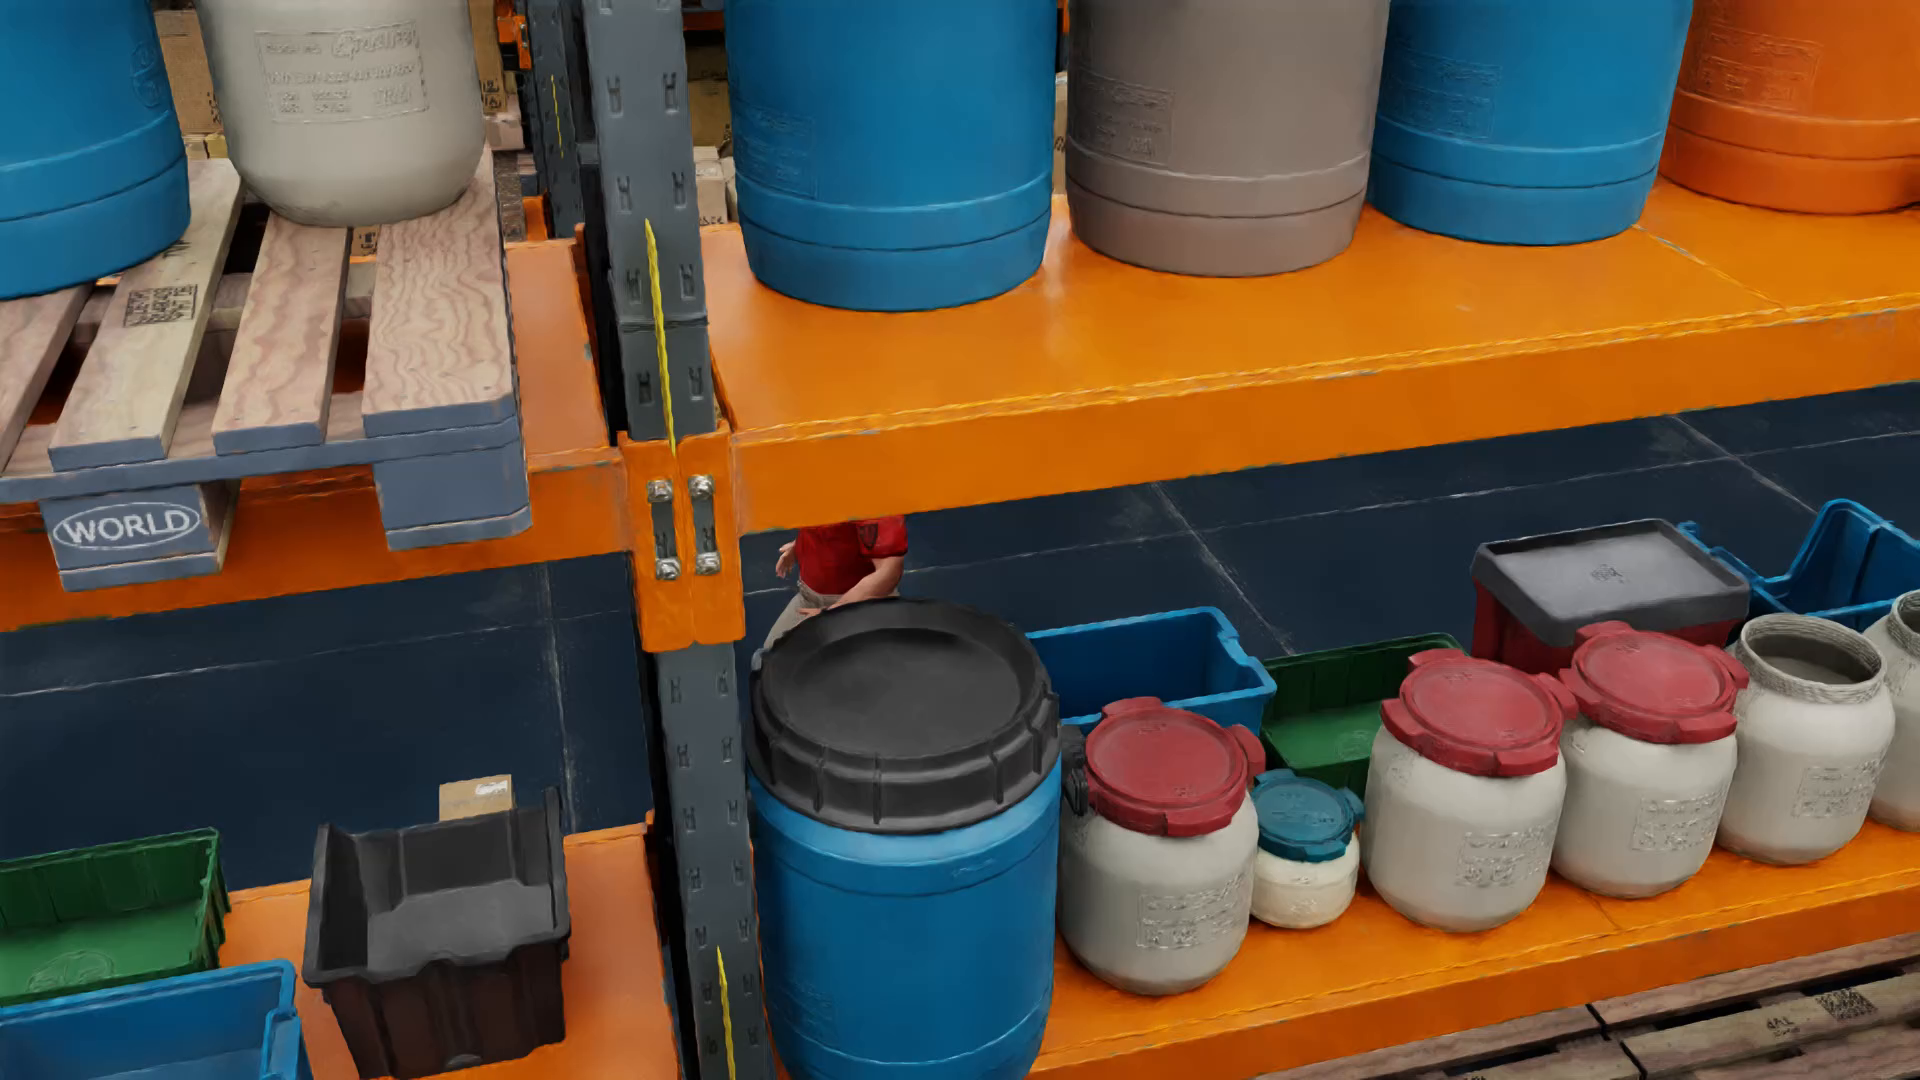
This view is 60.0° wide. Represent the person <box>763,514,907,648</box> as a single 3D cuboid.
[{"bbox_3d":[-0.424,0.249,5.759,0.508,1.696,0.717,-11,32,-19],"label":"person"}]
